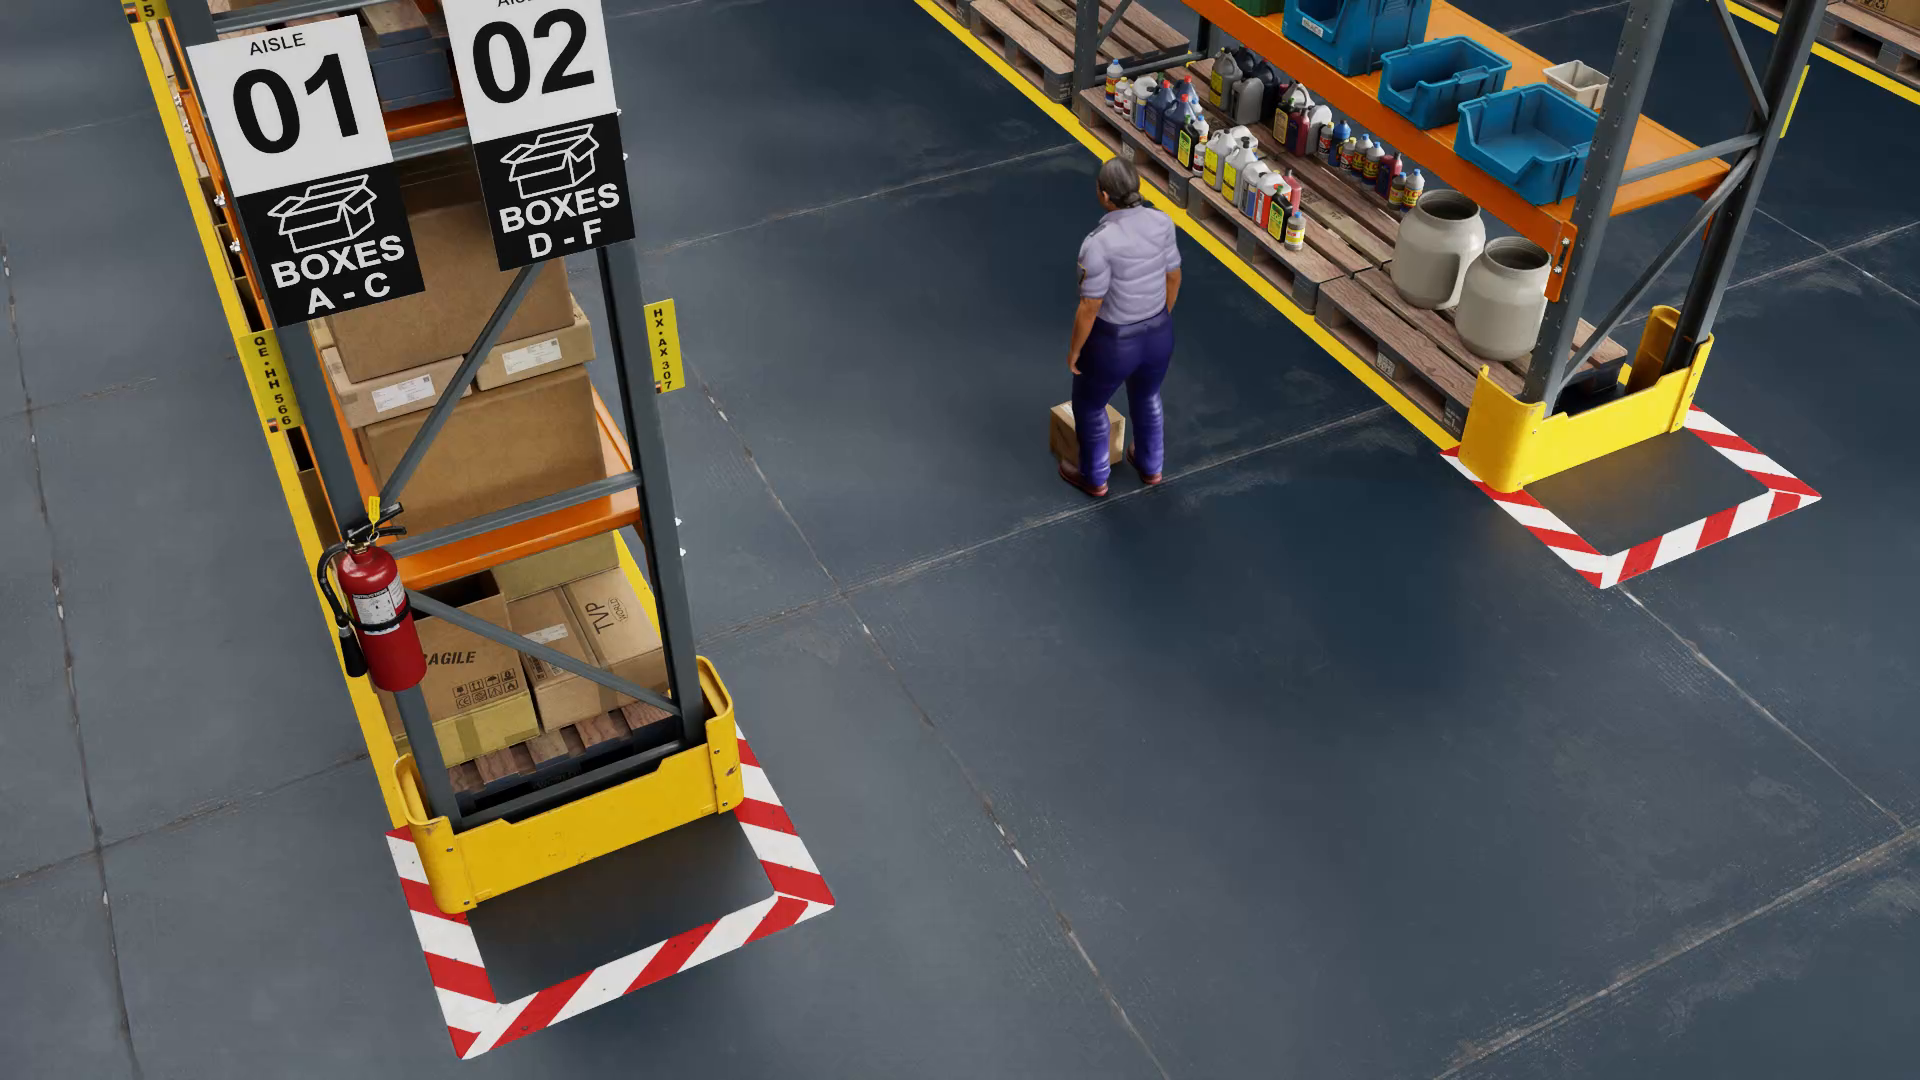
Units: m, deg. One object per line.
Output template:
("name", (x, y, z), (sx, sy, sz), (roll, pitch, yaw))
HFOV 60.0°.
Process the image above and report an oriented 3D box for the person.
("person", (0.690, -0.888, 7.187), (0.562, 1.626, 0.414), (-22, 46, -23))
